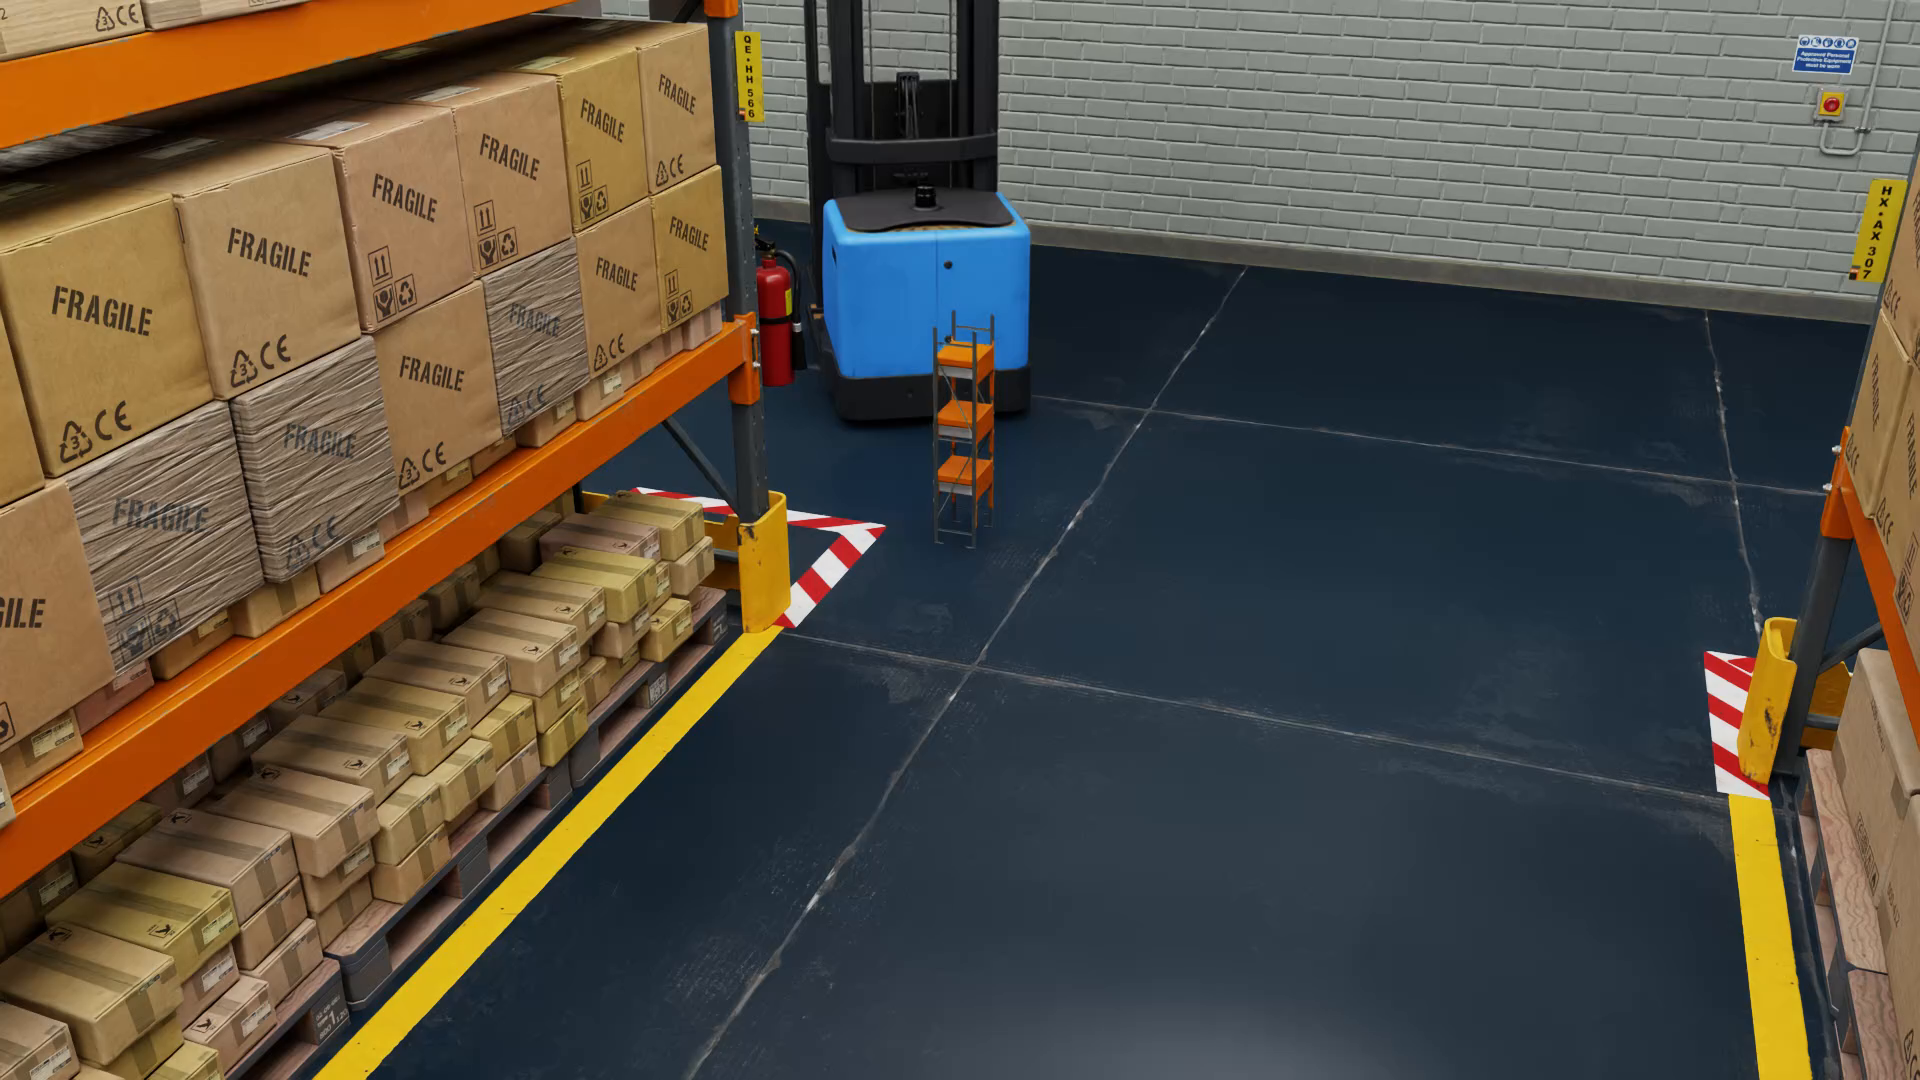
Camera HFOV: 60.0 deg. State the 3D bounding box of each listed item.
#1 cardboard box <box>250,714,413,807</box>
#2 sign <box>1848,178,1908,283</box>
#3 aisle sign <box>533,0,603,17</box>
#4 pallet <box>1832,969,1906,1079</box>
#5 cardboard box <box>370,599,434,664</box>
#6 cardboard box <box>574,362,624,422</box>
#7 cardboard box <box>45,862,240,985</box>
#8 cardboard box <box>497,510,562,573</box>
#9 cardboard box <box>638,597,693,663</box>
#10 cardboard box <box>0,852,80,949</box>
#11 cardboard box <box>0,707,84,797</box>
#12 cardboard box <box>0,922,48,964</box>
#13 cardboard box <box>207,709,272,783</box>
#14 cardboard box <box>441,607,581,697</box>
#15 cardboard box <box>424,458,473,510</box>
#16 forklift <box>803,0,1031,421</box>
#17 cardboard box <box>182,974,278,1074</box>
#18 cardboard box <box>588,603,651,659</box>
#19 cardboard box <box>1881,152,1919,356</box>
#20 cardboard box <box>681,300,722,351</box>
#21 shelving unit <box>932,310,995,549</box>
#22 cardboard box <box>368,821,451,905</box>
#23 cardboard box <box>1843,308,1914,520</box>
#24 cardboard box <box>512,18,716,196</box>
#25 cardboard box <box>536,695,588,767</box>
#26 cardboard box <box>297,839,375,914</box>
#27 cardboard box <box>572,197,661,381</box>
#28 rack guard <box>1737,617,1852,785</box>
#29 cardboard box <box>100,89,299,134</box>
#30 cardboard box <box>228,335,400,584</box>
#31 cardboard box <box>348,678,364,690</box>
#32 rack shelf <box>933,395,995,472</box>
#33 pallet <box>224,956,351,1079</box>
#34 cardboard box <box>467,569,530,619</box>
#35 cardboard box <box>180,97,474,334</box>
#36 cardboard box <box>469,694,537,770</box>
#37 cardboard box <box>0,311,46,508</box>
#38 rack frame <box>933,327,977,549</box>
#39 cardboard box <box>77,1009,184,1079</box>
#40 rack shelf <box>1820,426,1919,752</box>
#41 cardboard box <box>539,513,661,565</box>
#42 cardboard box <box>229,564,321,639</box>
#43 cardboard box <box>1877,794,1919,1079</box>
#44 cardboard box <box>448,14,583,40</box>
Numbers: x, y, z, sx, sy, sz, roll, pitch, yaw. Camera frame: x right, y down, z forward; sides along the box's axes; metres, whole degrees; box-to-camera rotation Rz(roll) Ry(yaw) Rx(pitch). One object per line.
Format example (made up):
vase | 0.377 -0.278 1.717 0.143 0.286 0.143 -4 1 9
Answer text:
cardboard box | -1.891 0.677 5.017 0.380 0.149 0.250 8 27 15
sign | 2.886 -0.971 5.229 0.100 0.325 0.005 9 27 17
aisle sign | -1.553 -2.383 6.246 0.394 0.787 0.004 9 27 17
pallet | 2.807 1.632 4.137 1.003 0.211 1.213 9 27 17
cardboard box | -2.078 0.295 5.804 0.380 0.149 0.250 10 28 19
cardboard box | -1.387 -0.541 5.713 0.380 0.149 0.250 9 27 19
cardboard box | -2.130 1.004 4.342 0.380 0.149 0.250 8 27 17
cardboard box | -1.768 -0.016 6.448 0.380 0.149 0.250 9 27 18
cardboard box | -1.263 0.322 6.433 0.380 0.149 0.250 10 27 19
cardboard box | -2.629 0.933 4.488 0.380 0.149 0.250 8 27 17
cardboard box | -2.207 0.432 3.704 0.380 0.149 0.250 10 27 19
cardboard box | -2.670 1.064 4.559 0.380 0.149 0.250 8 27 16
cardboard box | -2.388 0.600 5.175 0.380 0.149 0.250 8 27 16
cardboard box | -1.519 0.377 5.636 0.380 0.149 0.250 10 28 19
cardboard box | -1.721 -0.223 5.057 0.380 0.149 0.250 9 27 18
forklift | -0.366 -2.575 9.704 1.130 2.935 3.031 -4 26 -9
cardboard box | -2.079 1.277 4.461 0.380 0.149 0.250 9 27 17
cardboard box | -1.372 0.293 6.151 0.380 0.149 0.250 8 27 15
cardboard box | 2.979 -0.802 4.702 0.500 0.500 0.500 8 27 16
cardboard box | -1.137 -0.851 6.354 0.380 0.149 0.250 9 27 18
shelving unit | 0.018 -0.495 7.567 0.215 1.050 0.252 9 27 17
cardboard box | -1.808 0.957 5.122 0.380 0.149 0.250 8 27 16
cardboard box | 2.977 -0.352 4.921 0.500 0.500 0.500 9 27 17
cardboard box | -1.212 -1.544 5.893 0.500 0.500 0.500 8 27 16
cardboard box | -1.528 0.635 5.785 0.380 0.149 0.250 8 27 15
cardboard box | -1.950 0.920 4.856 0.380 0.149 0.250 10 28 20
cardboard box | -1.378 -0.885 5.680 0.500 0.500 0.500 8 27 17
rack guard | 3.415 0.652 5.829 1.175 0.500 0.348 9 27 17
cardboard box | -2.217 -0.993 4.756 0.500 0.500 0.500 8 27 16
cardboard box | -1.864 -0.247 4.363 0.500 0.500 0.500 8 27 16
cardboard box | -2.091 0.547 5.627 0.380 0.149 0.250 10 28 20
rack shelf | 0.018 -0.485 7.571 0.215 0.259 0.240 9 27 17
pallet | -2.436 1.479 4.454 1.003 0.211 1.213 9 27 17
cardboard box | -1.853 0.217 6.308 0.380 0.149 0.250 9 27 18
cardboard box | -1.718 -0.903 4.569 0.500 0.500 0.500 8 27 16
cardboard box | -1.635 0.611 5.495 0.380 0.149 0.250 10 28 20
cardboard box | -2.246 -0.274 3.271 0.500 0.500 0.500 9 27 19
rack frame | -0.023 -0.444 7.463 0.200 1.050 0.008 9 27 17
cardboard box | -2.204 1.245 4.184 0.380 0.149 0.250 9 27 18
rack shelf | 2.741 0.683 3.723 1.077 0.370 4.000 9 27 17
cardboard box | -1.370 0.036 6.339 0.380 0.149 0.250 9 27 18
cardboard box | -1.926 0.110 4.370 0.380 0.149 0.250 9 27 18
cardboard box | 2.985 1.164 4.361 0.875 0.438 0.875 9 27 19
cardboard box | -1.694 -1.622 6.055 0.500 0.500 0.500 9 27 17
